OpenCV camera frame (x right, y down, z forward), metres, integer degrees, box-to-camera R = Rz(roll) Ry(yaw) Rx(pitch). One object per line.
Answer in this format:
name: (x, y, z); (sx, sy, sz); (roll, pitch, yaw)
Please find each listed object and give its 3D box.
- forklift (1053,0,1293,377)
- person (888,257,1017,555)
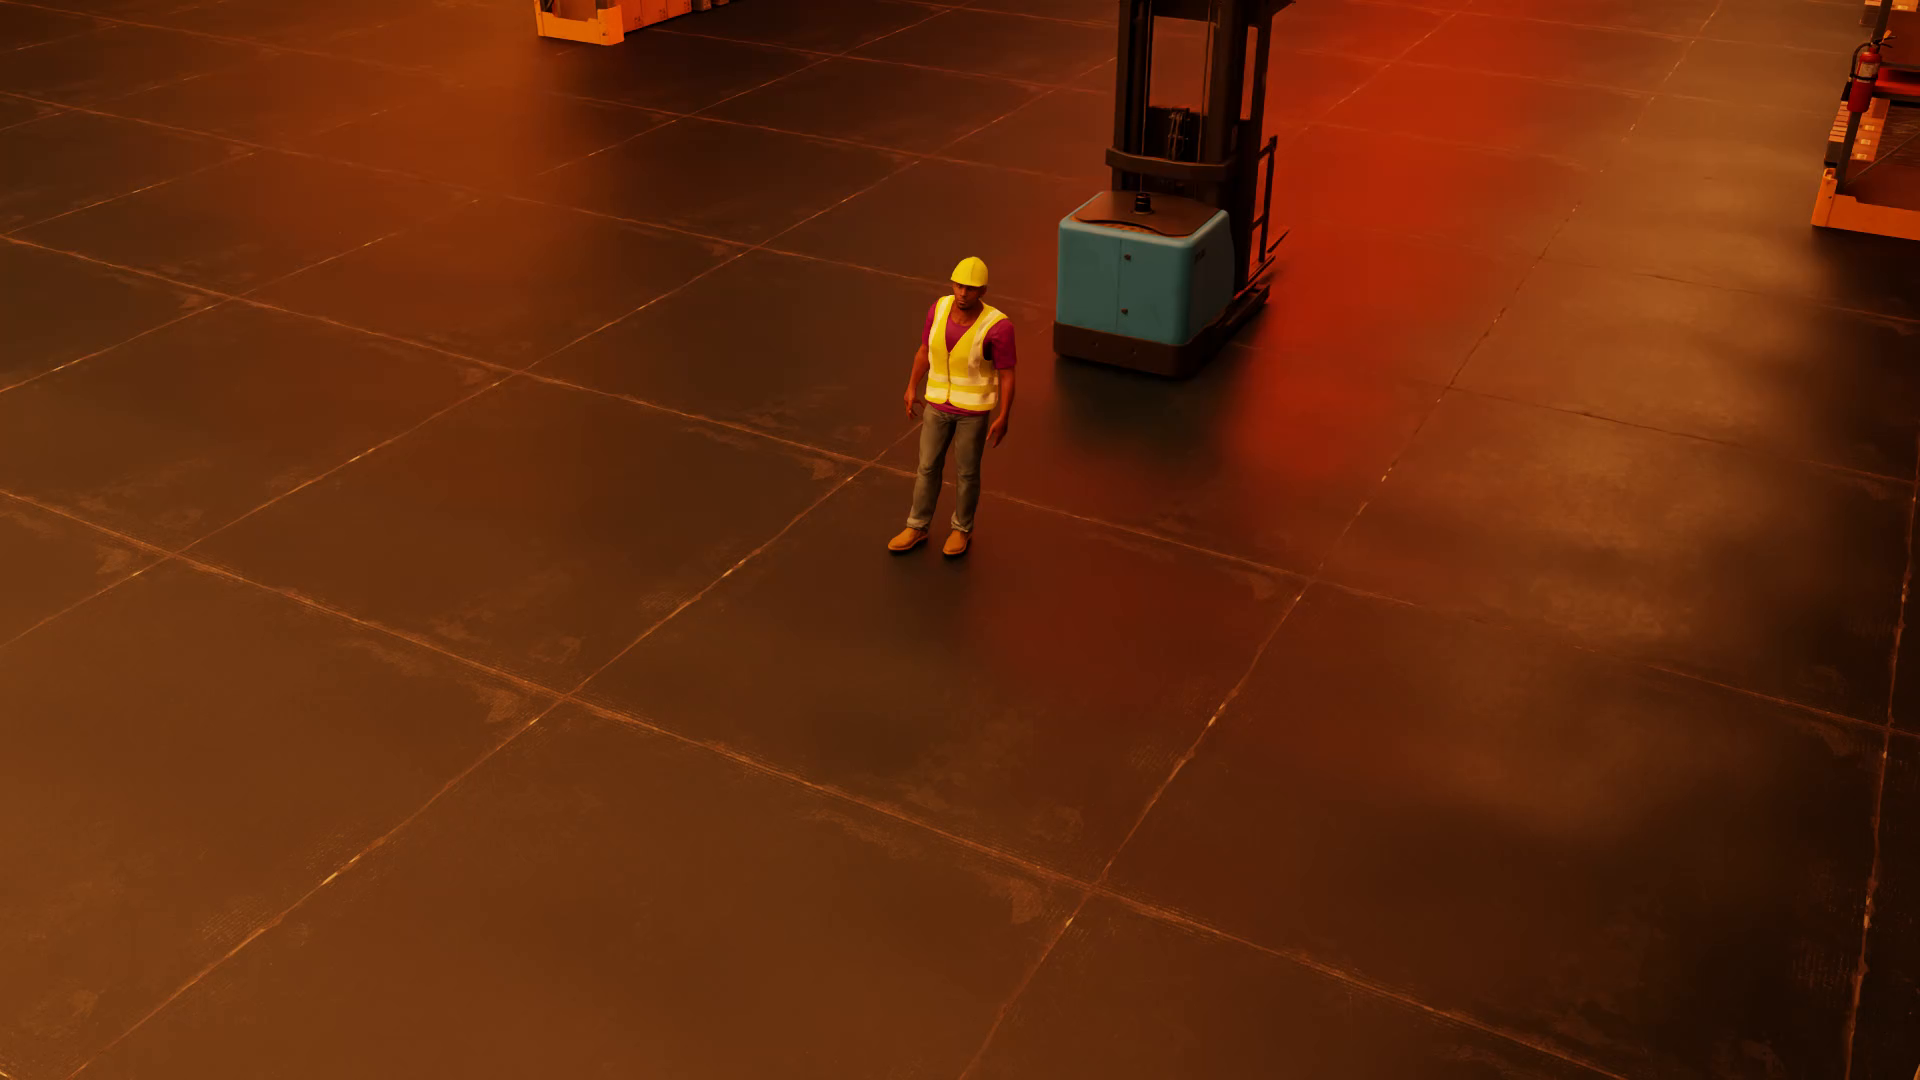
forklift: (1.813, -3.145, 12.521); (1.130, 2.935, 3.031); (15, 33, 23)
person: (-0.039, -0.742, 9.507); (0.665, 1.768, 0.575); (15, 33, 25)
